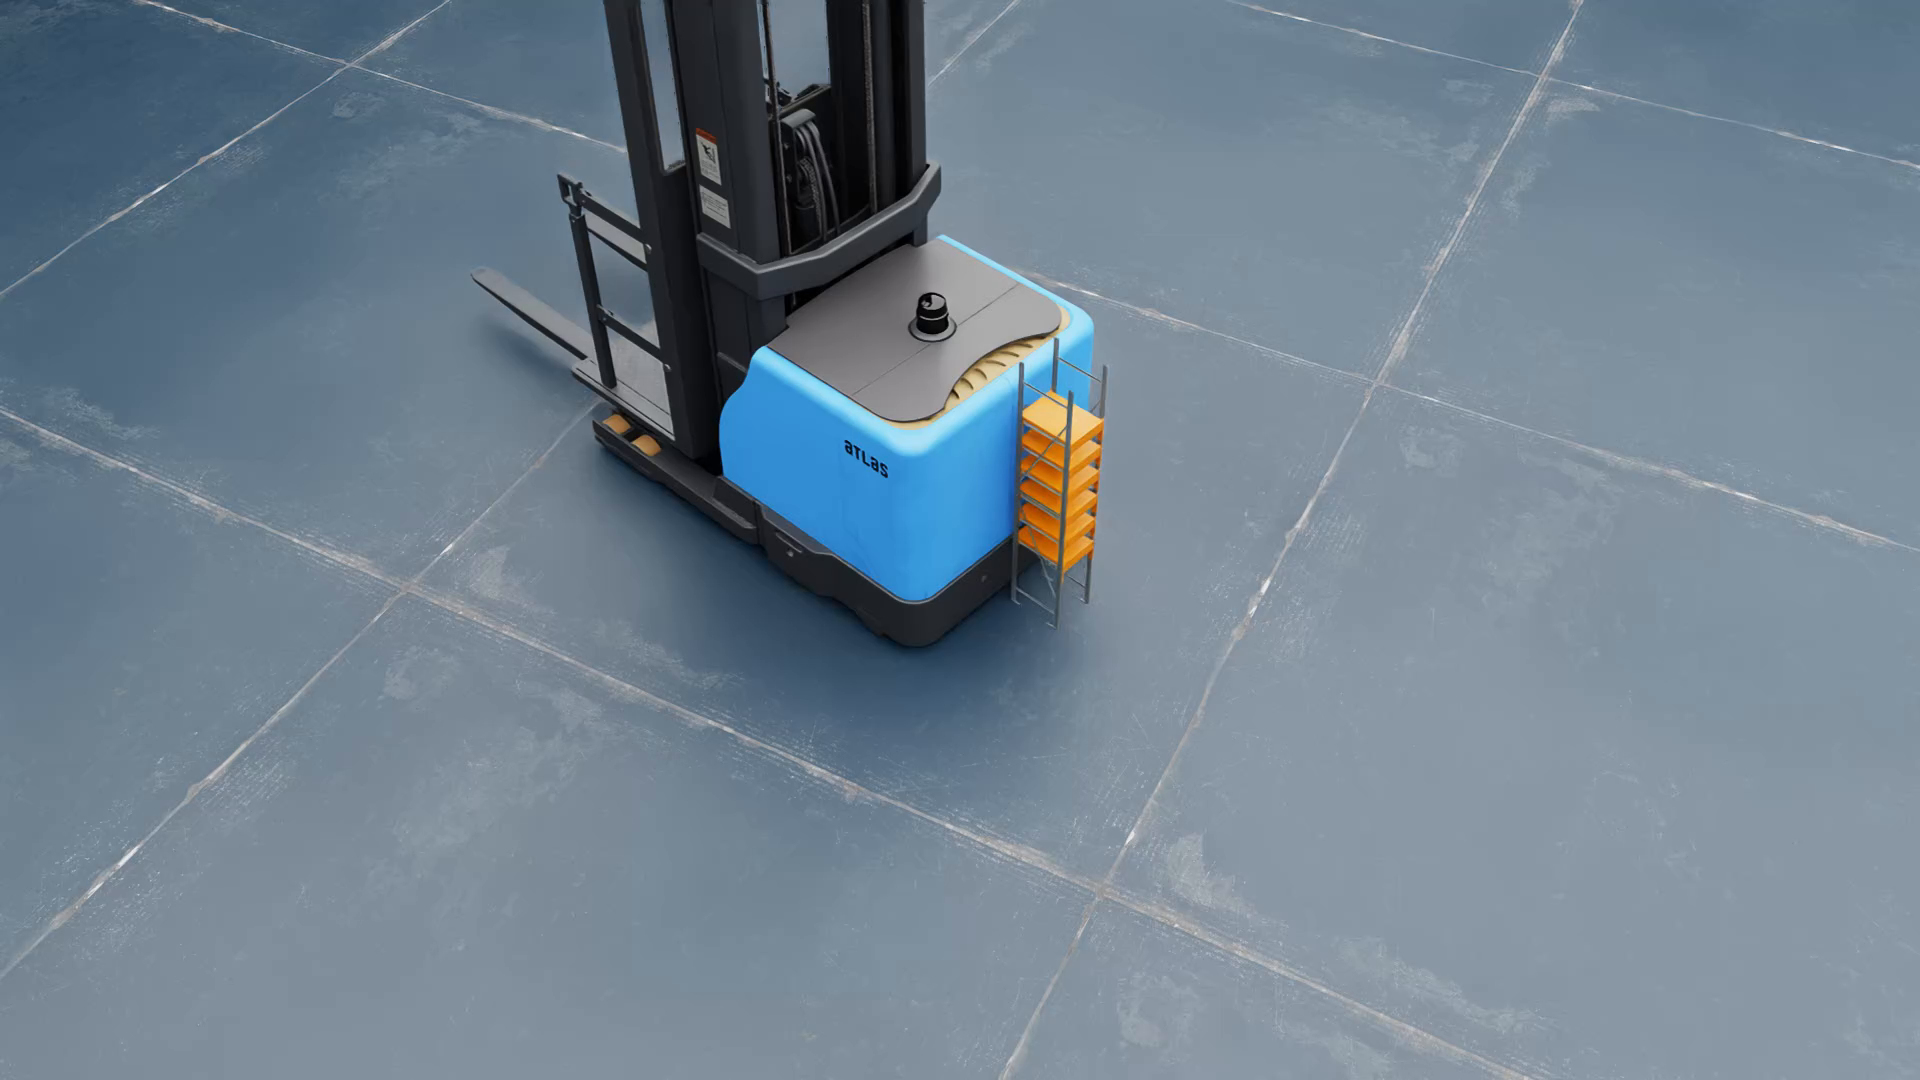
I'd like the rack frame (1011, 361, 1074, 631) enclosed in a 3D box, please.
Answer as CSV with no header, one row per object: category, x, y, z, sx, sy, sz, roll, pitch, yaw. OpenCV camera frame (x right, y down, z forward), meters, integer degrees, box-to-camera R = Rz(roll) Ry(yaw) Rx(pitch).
rack frame,0.290,-0.129,6.034,0.240,1.200,0.006,33,54,28

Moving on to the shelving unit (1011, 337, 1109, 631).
shelving unit,0.352,-0.177,6.081,0.258,1.200,0.189,33,54,28

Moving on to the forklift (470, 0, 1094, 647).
forklift,-0.918,-1.551,6.222,3.031,2.935,1.130,33,54,28

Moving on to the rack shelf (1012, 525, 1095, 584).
rack shelf,0.352,0.023,6.284,0.258,0.103,0.180,33,54,28

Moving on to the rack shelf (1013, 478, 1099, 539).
rack shelf,0.352,-0.146,6.113,0.258,0.103,0.180,33,54,28

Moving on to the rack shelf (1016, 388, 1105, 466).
rack shelf,0.353,-0.399,5.856,0.258,0.103,0.180,33,54,28

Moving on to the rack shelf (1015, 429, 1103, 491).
rack shelf,0.352,-0.314,5.942,0.258,0.103,0.180,33,54,28

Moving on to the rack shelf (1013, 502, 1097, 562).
rack shelf,0.352,-0.062,6.198,0.258,0.103,0.180,33,54,28

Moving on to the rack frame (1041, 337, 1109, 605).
rack frame,0.414,-0.225,6.128,0.240,1.200,0.006,33,54,28

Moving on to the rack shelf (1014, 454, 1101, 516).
rack shelf,0.352,-0.230,6.027,0.258,0.103,0.180,33,54,28
